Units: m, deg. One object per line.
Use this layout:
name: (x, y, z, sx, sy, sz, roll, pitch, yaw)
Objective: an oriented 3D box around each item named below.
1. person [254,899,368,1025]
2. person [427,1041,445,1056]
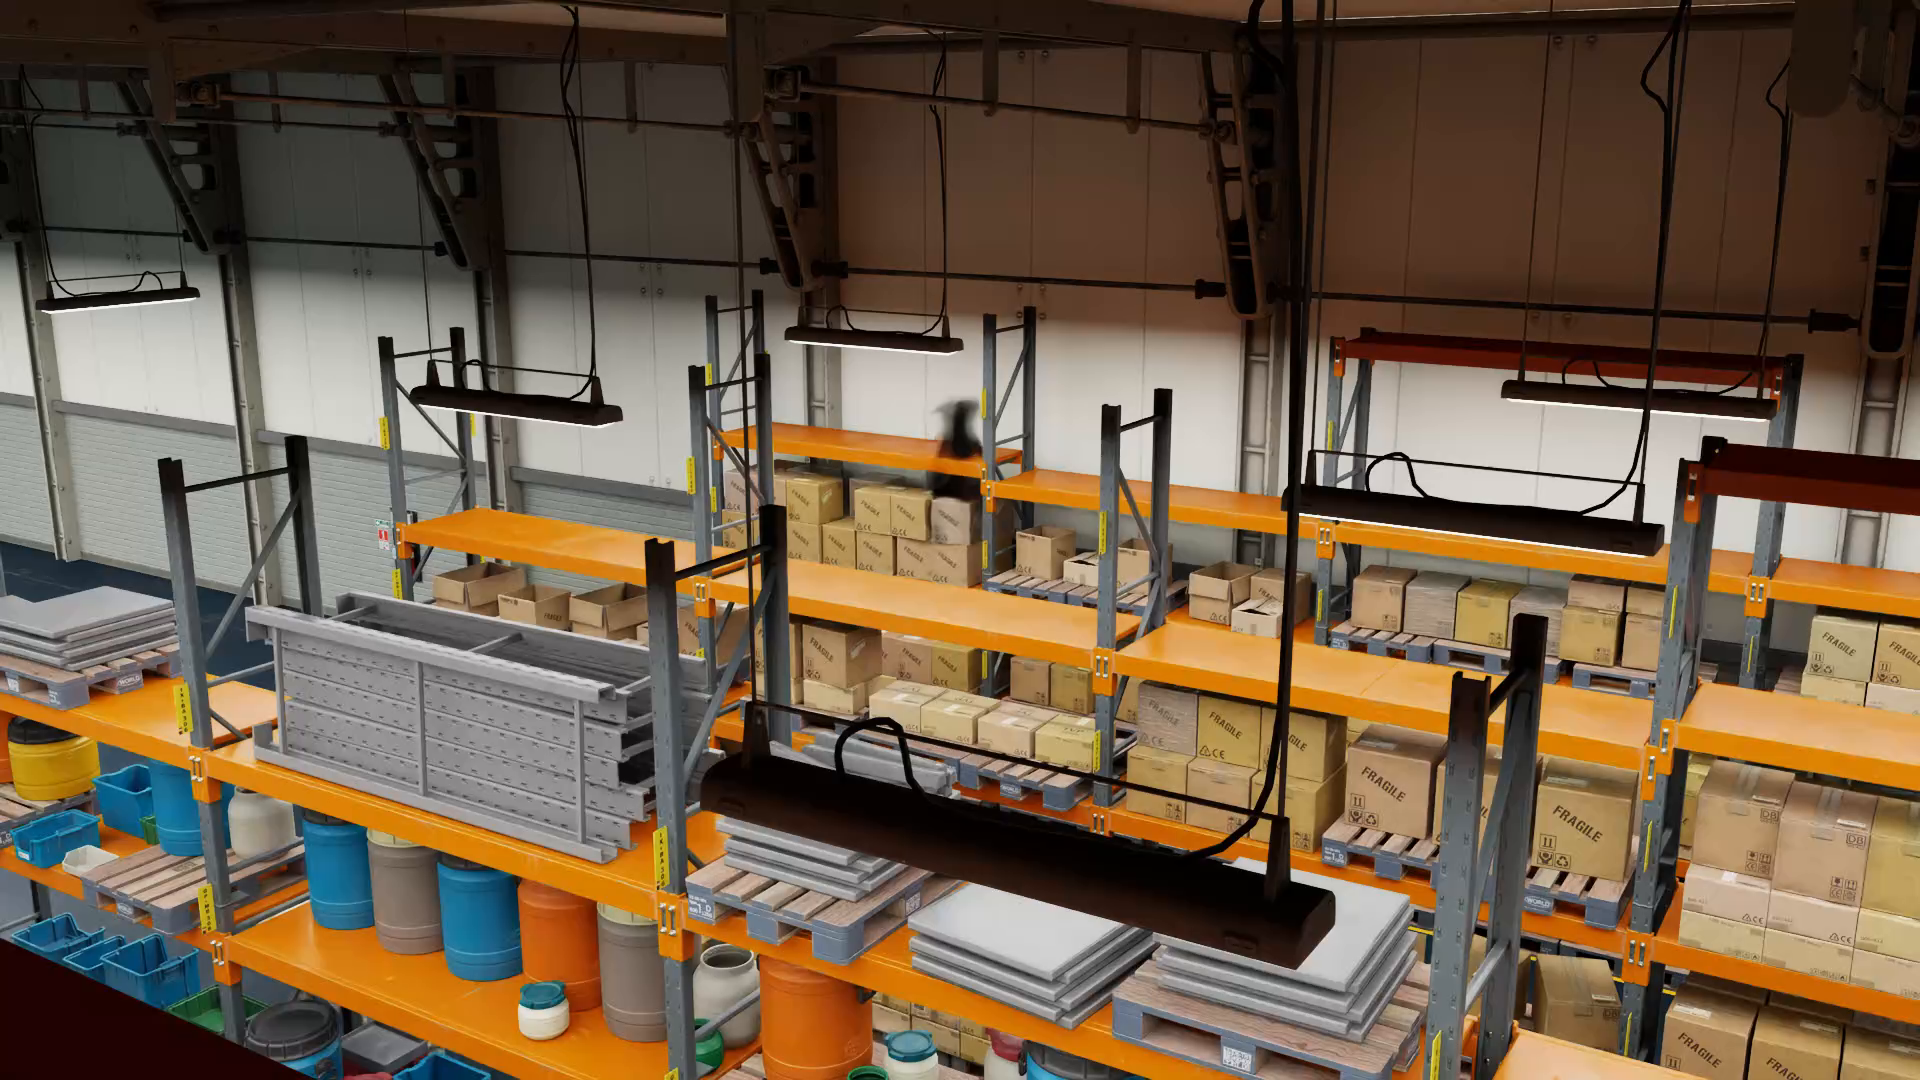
person: (-5.881, 3.727, 15.049, 1.160, 1.534, 0.694, 8, 16, 30)
person: (-4.332, 4.024, 13.488, 0.858, 1.719, 0.649, 10, 17, 34)
